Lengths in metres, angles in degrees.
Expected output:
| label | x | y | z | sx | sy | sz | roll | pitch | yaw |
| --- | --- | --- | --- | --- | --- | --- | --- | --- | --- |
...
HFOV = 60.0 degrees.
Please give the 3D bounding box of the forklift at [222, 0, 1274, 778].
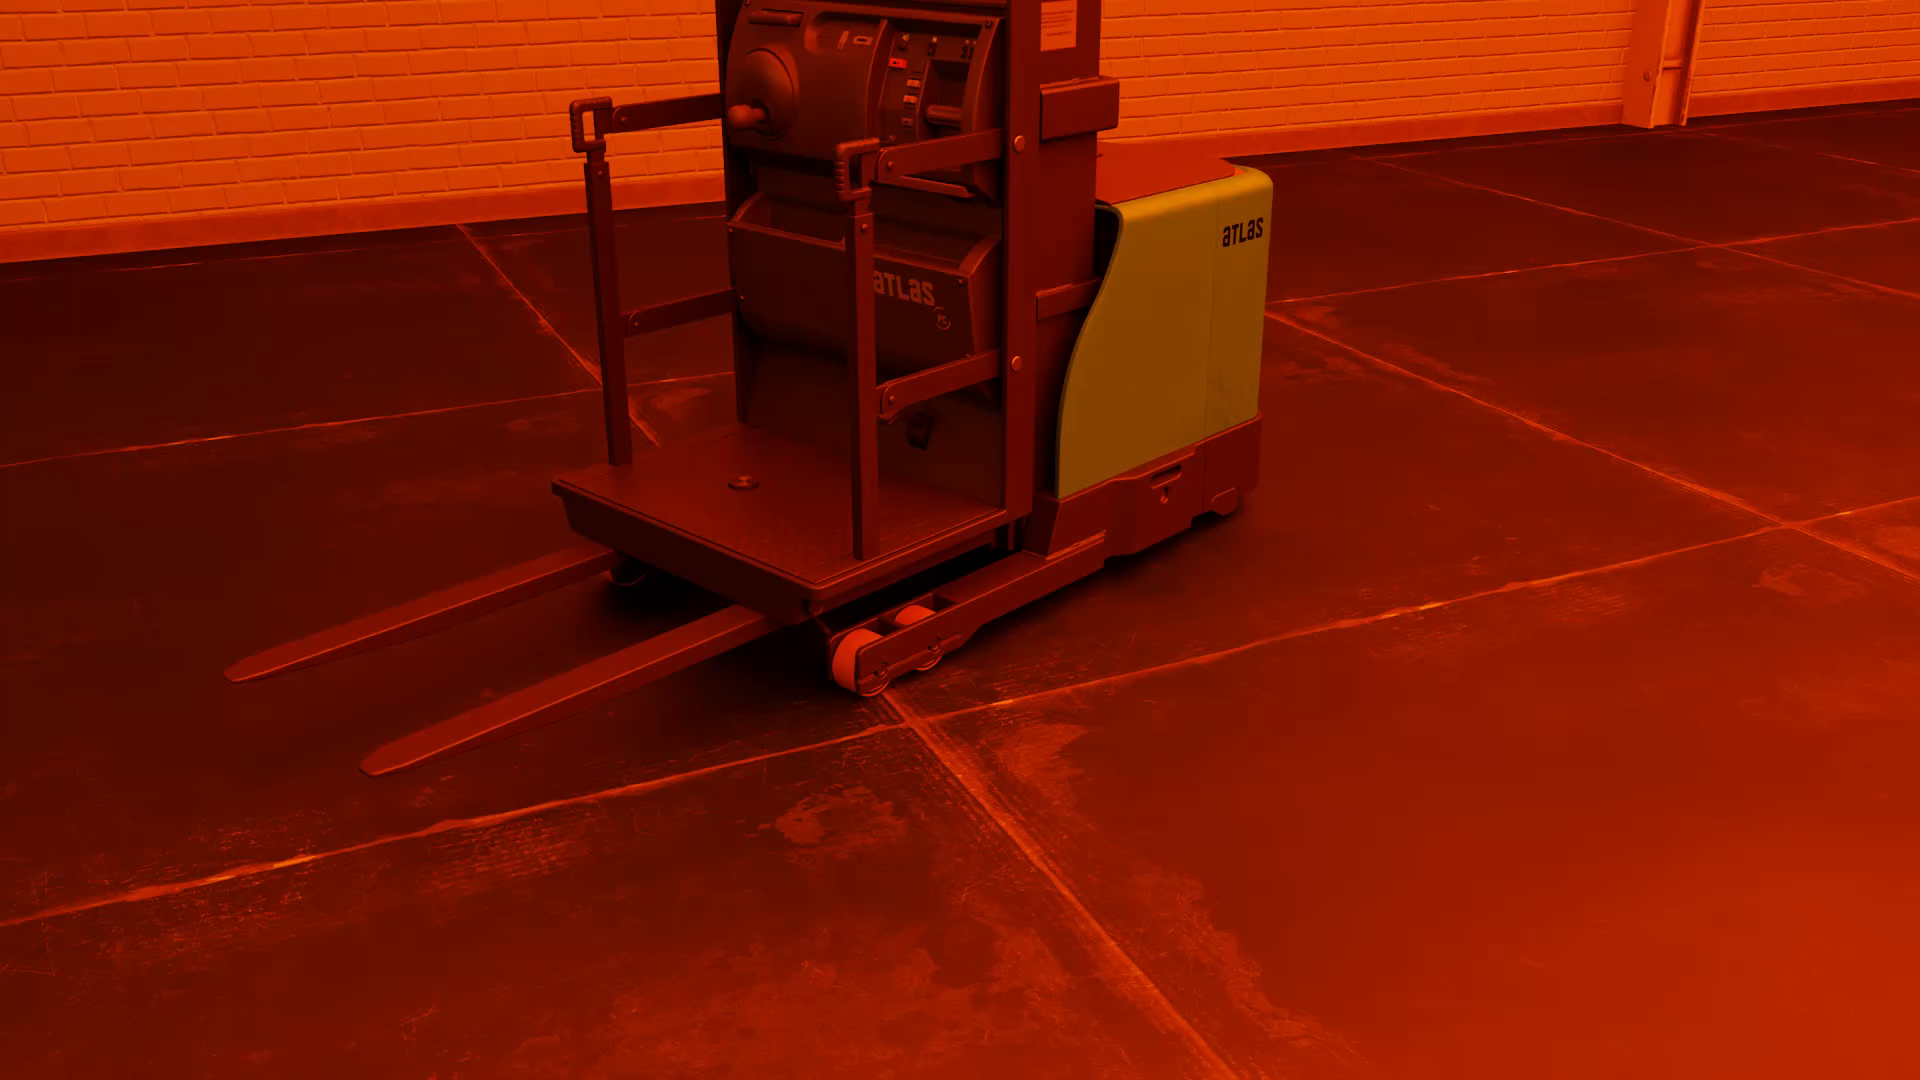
| label | x | y | z | sx | sy | sz | roll | pitch | yaw |
| --- | --- | --- | --- | --- | --- | --- | --- | --- | --- |
| forklift | -0.413 | -1.182 | 4.131 | 1.130 | 2.935 | 3.031 | 19 | 29 | 39 |
